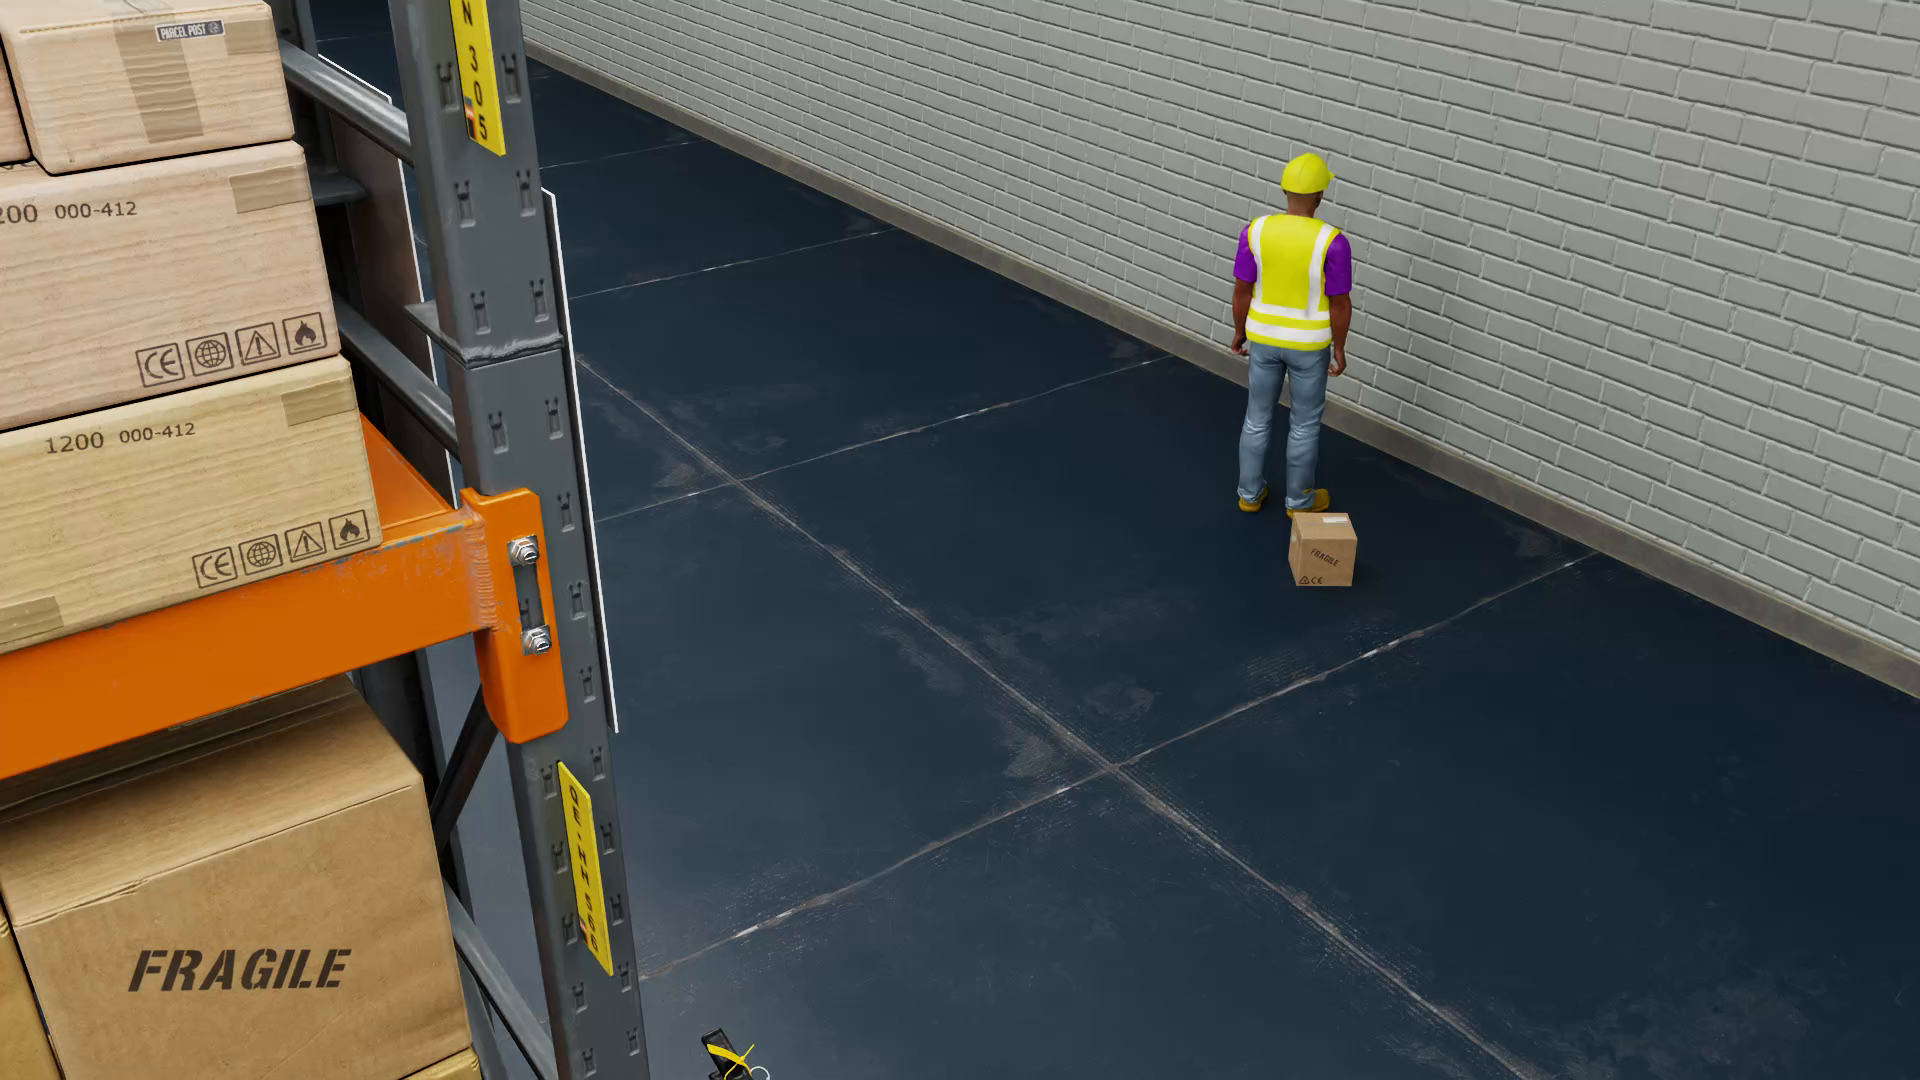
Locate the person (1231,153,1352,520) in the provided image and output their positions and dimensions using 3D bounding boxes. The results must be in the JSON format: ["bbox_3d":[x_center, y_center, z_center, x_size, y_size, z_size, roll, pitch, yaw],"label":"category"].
[{"bbox_3d":[1.561,-0.949,7.847,0.562,1.771,0.368,14,31,24],"label":"person"}]
